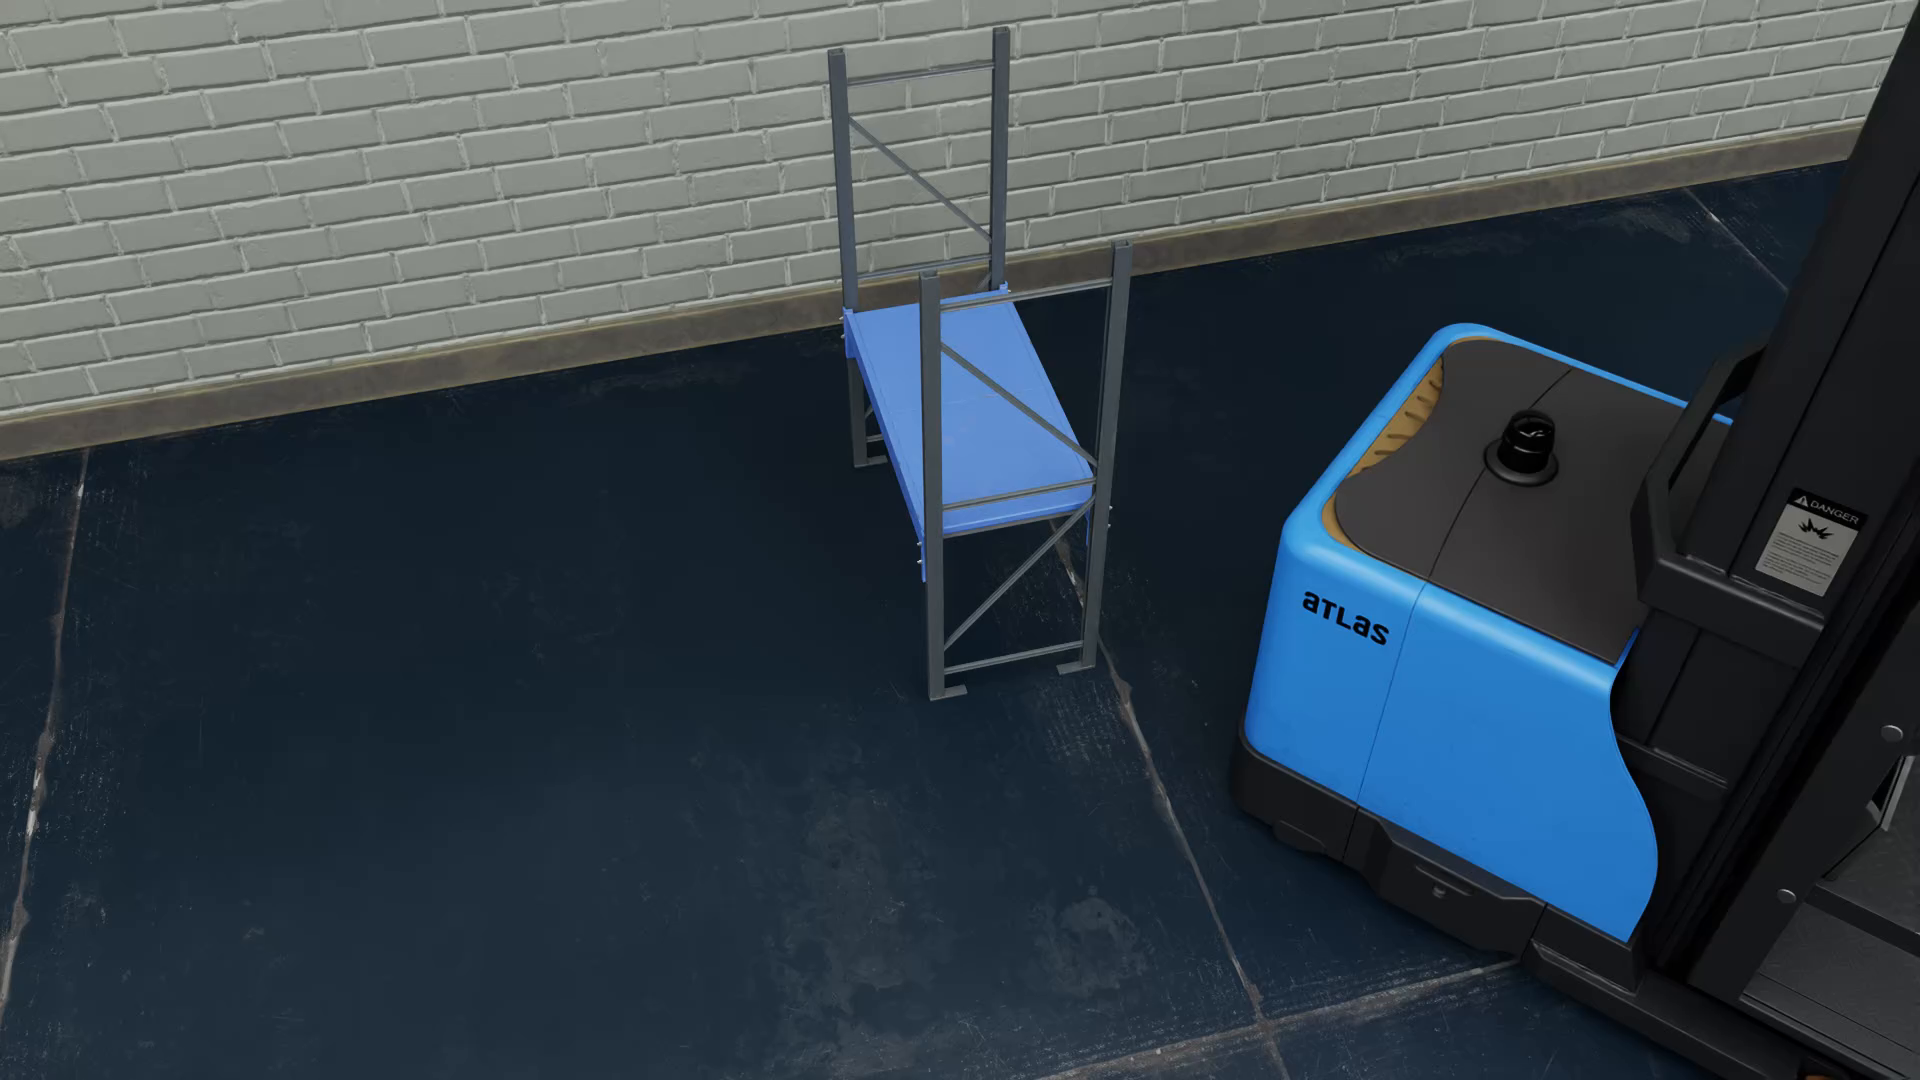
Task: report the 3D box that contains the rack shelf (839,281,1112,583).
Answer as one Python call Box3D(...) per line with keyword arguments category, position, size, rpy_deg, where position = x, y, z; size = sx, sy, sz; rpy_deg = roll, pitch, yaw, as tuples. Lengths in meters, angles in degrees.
Box3D(category="rack shelf", position=(0.022, -0.340, 4.785), size=(0.538, 0.185, 1.000), rpy_deg=(-11, 47, -10))

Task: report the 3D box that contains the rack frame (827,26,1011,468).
Box3D(category="rack frame", position=(-0.108, -0.817, 5.001), size=(0.500, 1.500, 0.032), rpy_deg=(-11, 47, -10))

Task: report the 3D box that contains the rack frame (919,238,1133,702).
Box3D(category="rack frame", position=(0.152, -0.115, 4.313), size=(0.500, 1.500, 0.032), rpy_deg=(-11, 47, -10))

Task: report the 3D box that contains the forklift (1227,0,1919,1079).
Box3D(category="forklift", position=(2.224, 0.022, 3.176), size=(3.031, 2.935, 1.130), rpy_deg=(27, 51, 24))

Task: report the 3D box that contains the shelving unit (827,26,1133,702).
Box3D(category="shelving unit", position=(0.022, -0.466, 4.657), size=(0.538, 1.500, 1.048), rpy_deg=(-11, 47, -10))
